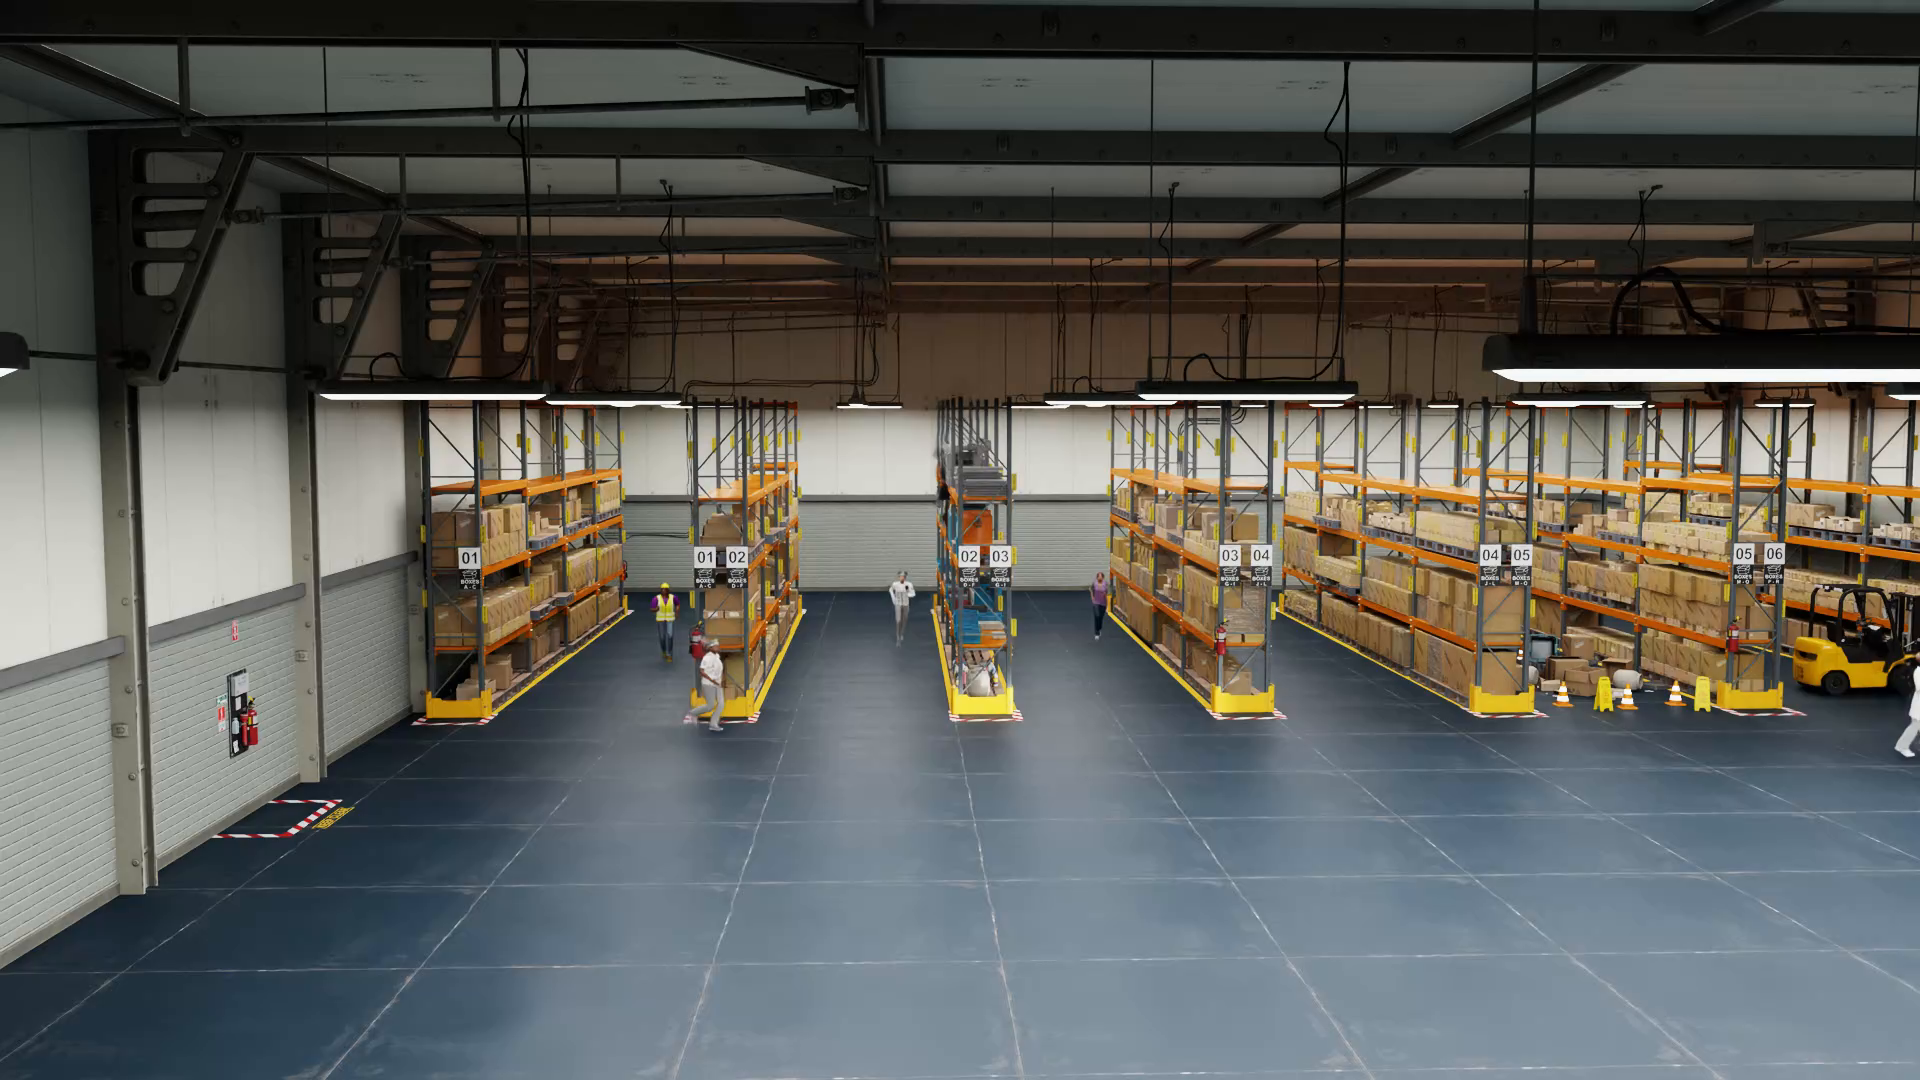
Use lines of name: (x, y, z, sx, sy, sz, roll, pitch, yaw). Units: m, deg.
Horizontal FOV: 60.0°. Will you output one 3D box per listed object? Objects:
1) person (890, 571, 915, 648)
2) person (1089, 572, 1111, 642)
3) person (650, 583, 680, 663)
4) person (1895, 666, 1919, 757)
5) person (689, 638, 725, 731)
person: (-1.348, 1.603, 39.201, 0.588, 1.803, 0.763, 0, 4, -6)
person: (3.395, 1.597, 40.218, 0.511, 1.672, 0.765, 0, 4, -2)
person: (-6.755, 1.890, 38.124, 0.677, 1.823, 0.738, -1, 4, -9)
person: (15.811, 2.833, 27.280, 0.708, 1.659, 0.841, -3, 5, -33)
person: (-4.509, 2.589, 29.939, 0.674, 1.649, 0.581, 2, 5, 25)
